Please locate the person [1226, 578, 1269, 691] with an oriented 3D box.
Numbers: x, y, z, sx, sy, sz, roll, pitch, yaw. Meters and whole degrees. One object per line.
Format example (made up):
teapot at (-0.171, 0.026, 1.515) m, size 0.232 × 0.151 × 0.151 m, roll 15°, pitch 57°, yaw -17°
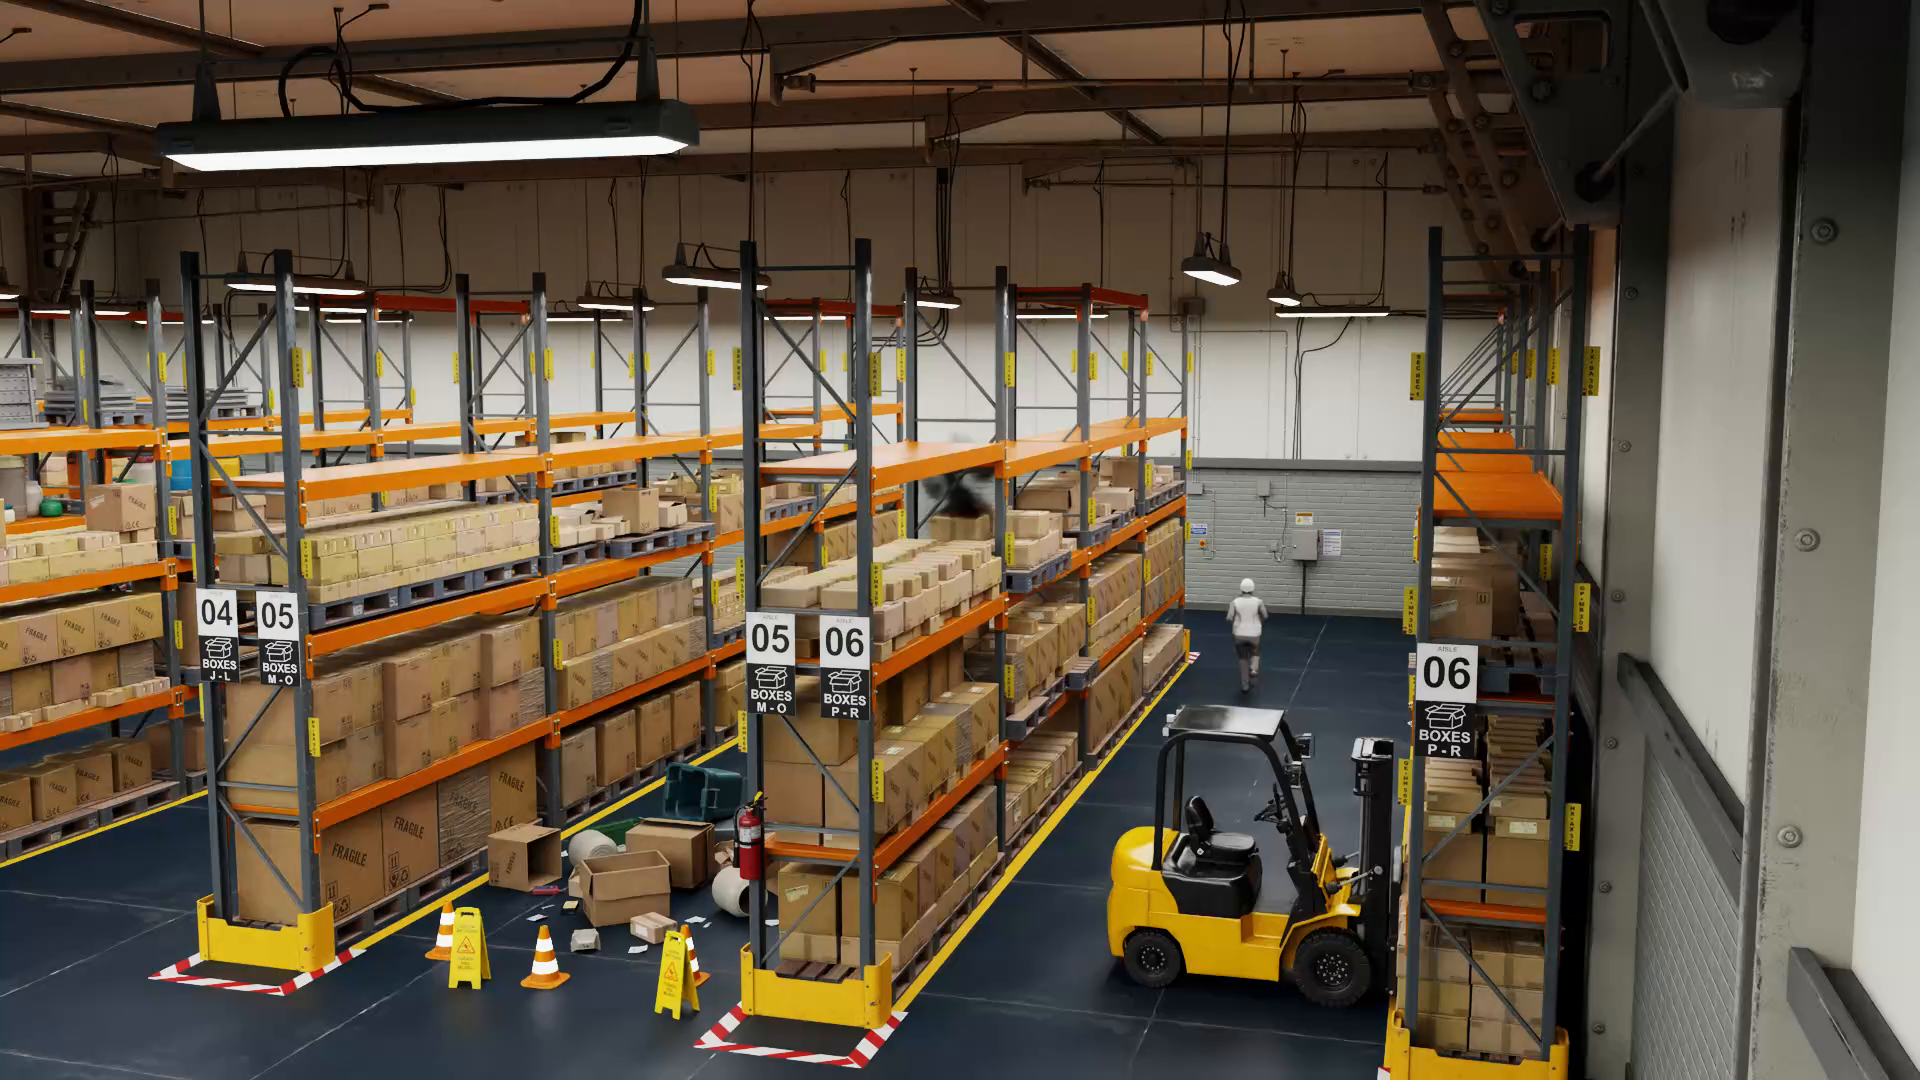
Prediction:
person at (4.417, 1.445, 25.582) m, size 0.643 × 1.726 × 0.577 m, roll 1°, pitch 6°, yaw 9°
